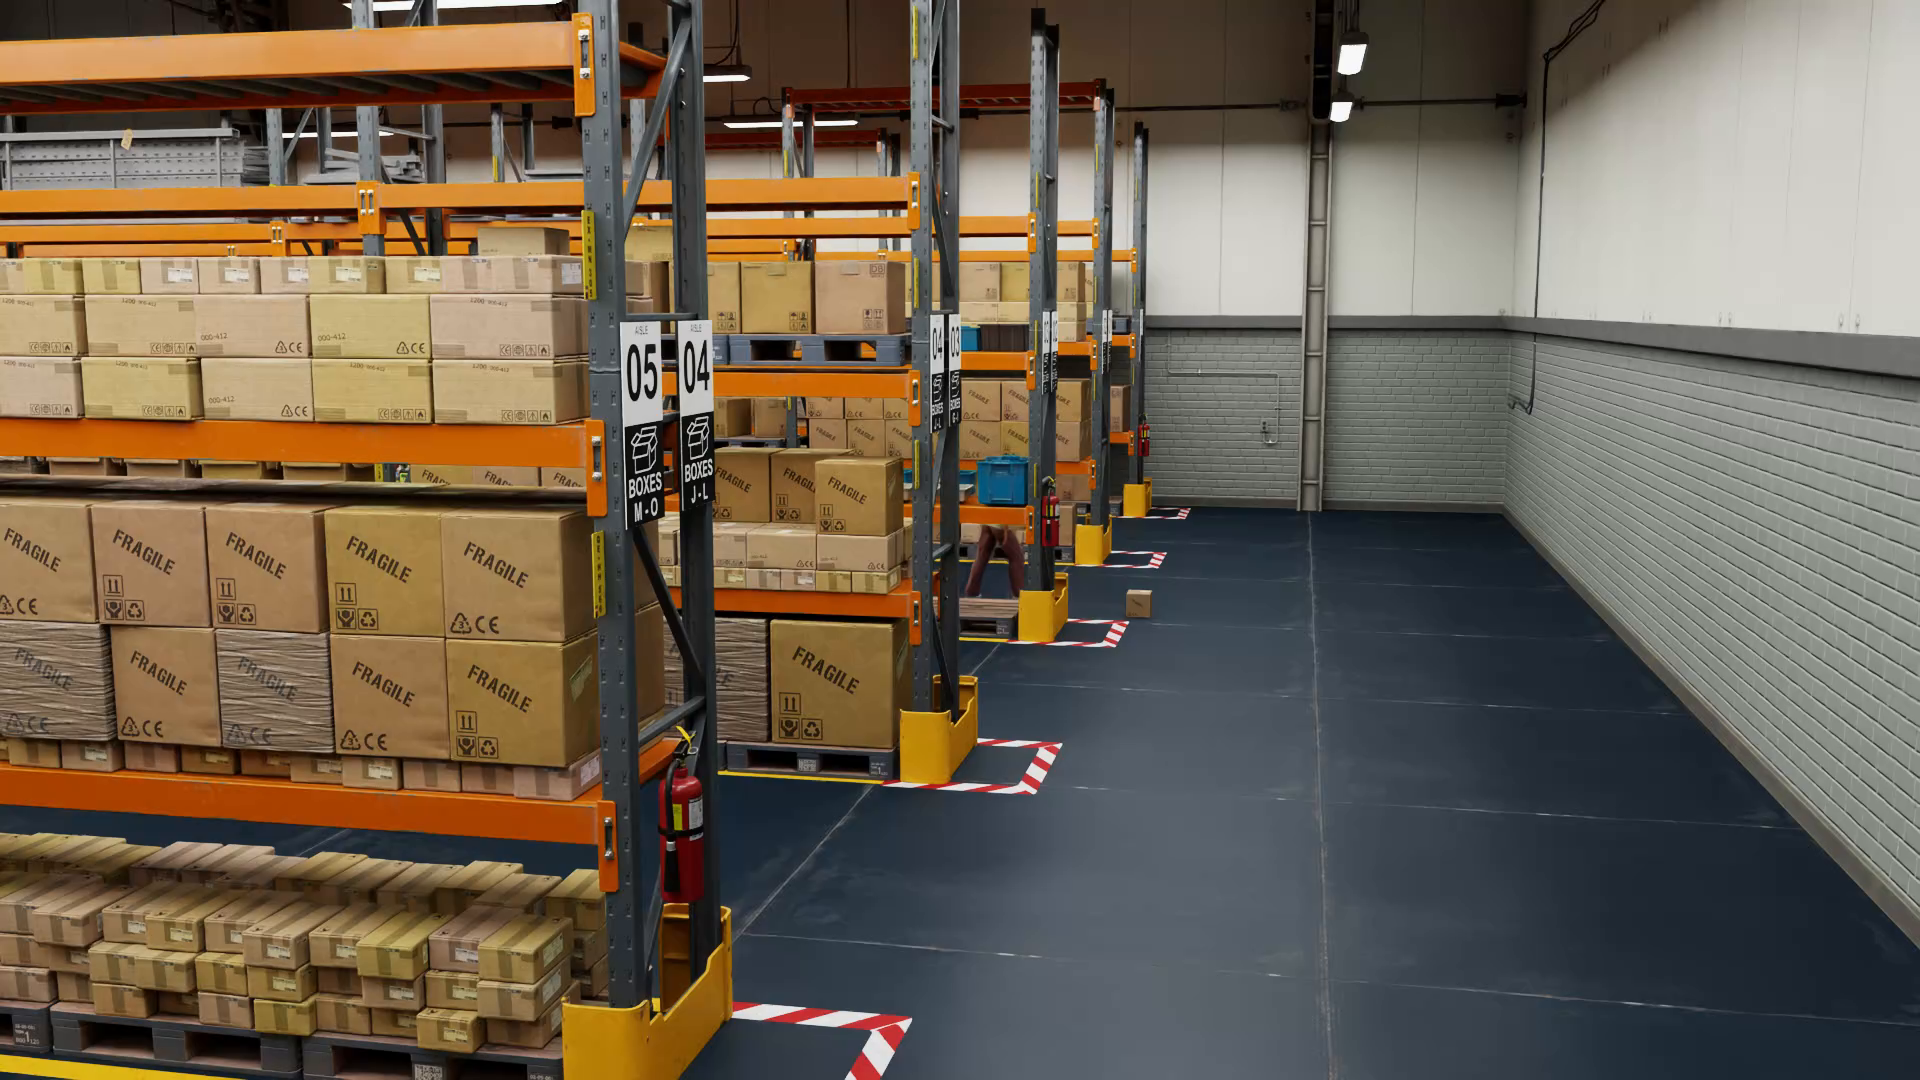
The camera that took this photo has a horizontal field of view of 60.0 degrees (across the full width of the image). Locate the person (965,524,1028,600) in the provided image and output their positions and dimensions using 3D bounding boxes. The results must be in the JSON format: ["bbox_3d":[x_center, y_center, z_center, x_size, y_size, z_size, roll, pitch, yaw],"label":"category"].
[{"bbox_3d":[0.487,-0.112,18.255,0.846,1.643,0.538,-6,10,-34],"label":"person"}]
